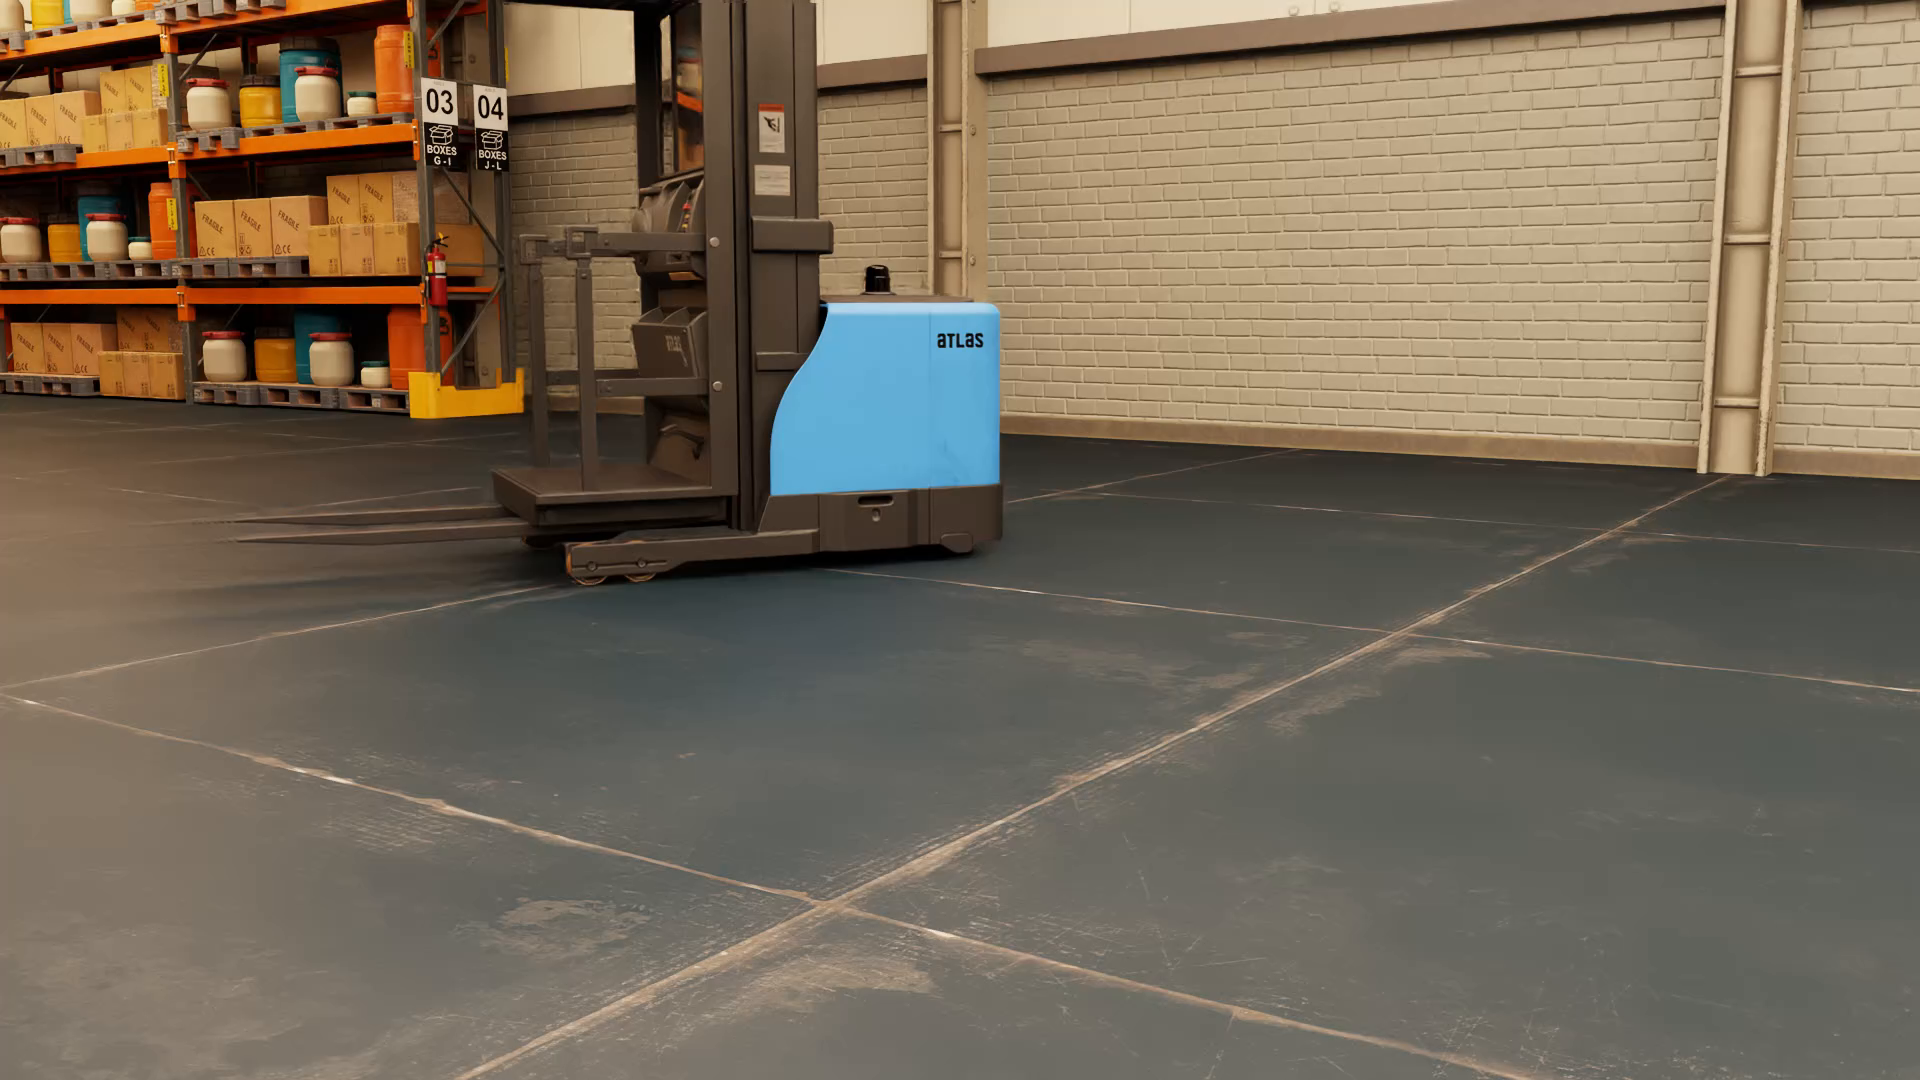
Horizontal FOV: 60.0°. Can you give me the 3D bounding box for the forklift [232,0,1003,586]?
[{"bbox_3d":[-1.377,-1.360,6.757,3.031,2.935,1.130,-4,9,-24],"label":"forklift"}]
